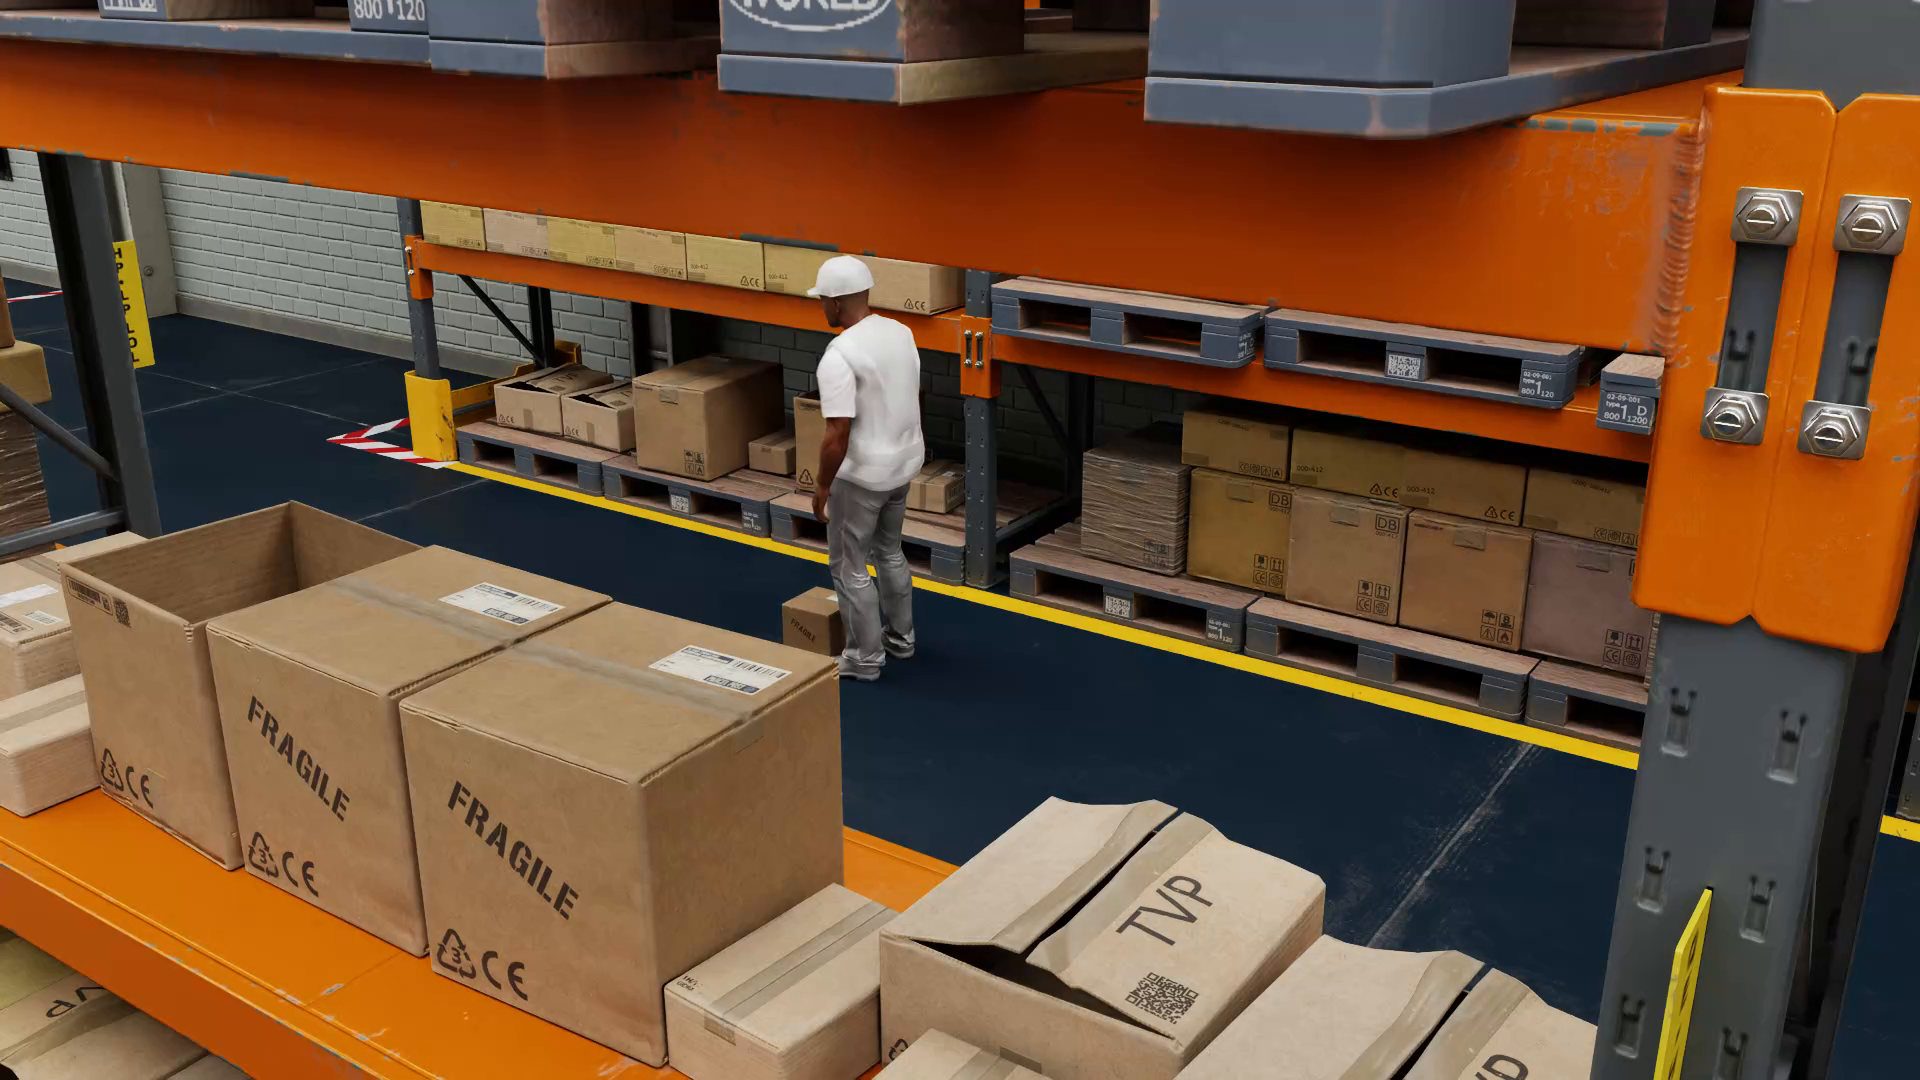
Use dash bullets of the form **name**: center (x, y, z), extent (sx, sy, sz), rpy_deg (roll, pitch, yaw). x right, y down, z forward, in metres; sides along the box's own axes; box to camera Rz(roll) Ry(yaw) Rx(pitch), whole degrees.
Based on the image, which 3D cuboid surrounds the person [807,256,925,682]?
- **person**: center (-0.394, -0.291, 6.859), extent (0.458, 1.761, 0.627), rpy_deg (12, 23, 30)
